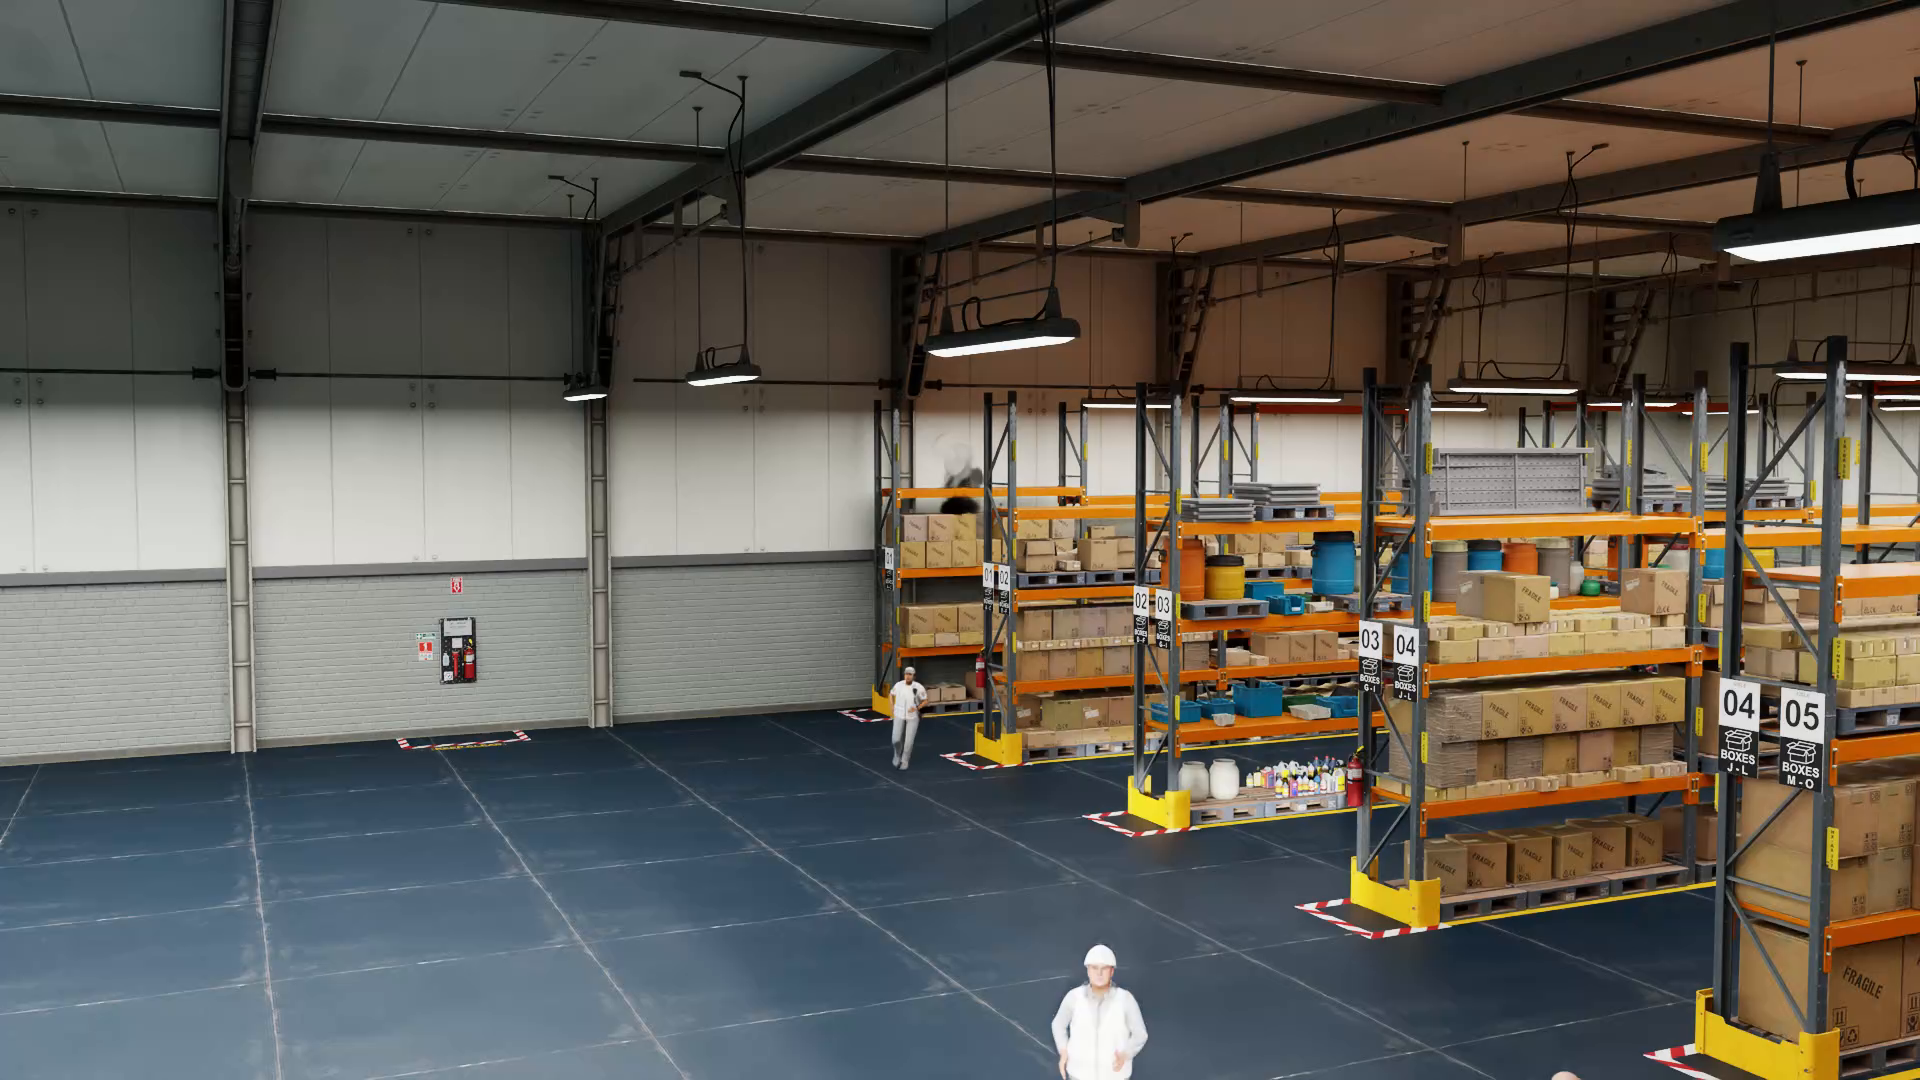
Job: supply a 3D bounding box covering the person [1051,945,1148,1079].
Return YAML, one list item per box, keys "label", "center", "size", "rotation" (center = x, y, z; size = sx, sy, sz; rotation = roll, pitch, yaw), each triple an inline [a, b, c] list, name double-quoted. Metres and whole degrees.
- label: "person"
  center: [0.946, 3.635, 11.377]
  size: [0.666, 1.731, 0.754]
  rotation: [0, 3, 8]

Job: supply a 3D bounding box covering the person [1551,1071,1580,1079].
- label: "person"
  center: [3.225, 3.800, 8.970]
  size: [0.687, 1.785, 0.687]
  rotation: [1, 4, 20]

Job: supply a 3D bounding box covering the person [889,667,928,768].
- label: "person"
  center: [-0.832, 2.817, 26.308]
  size: [0.638, 1.626, 0.528]
  rotation: [0, 3, 7]
